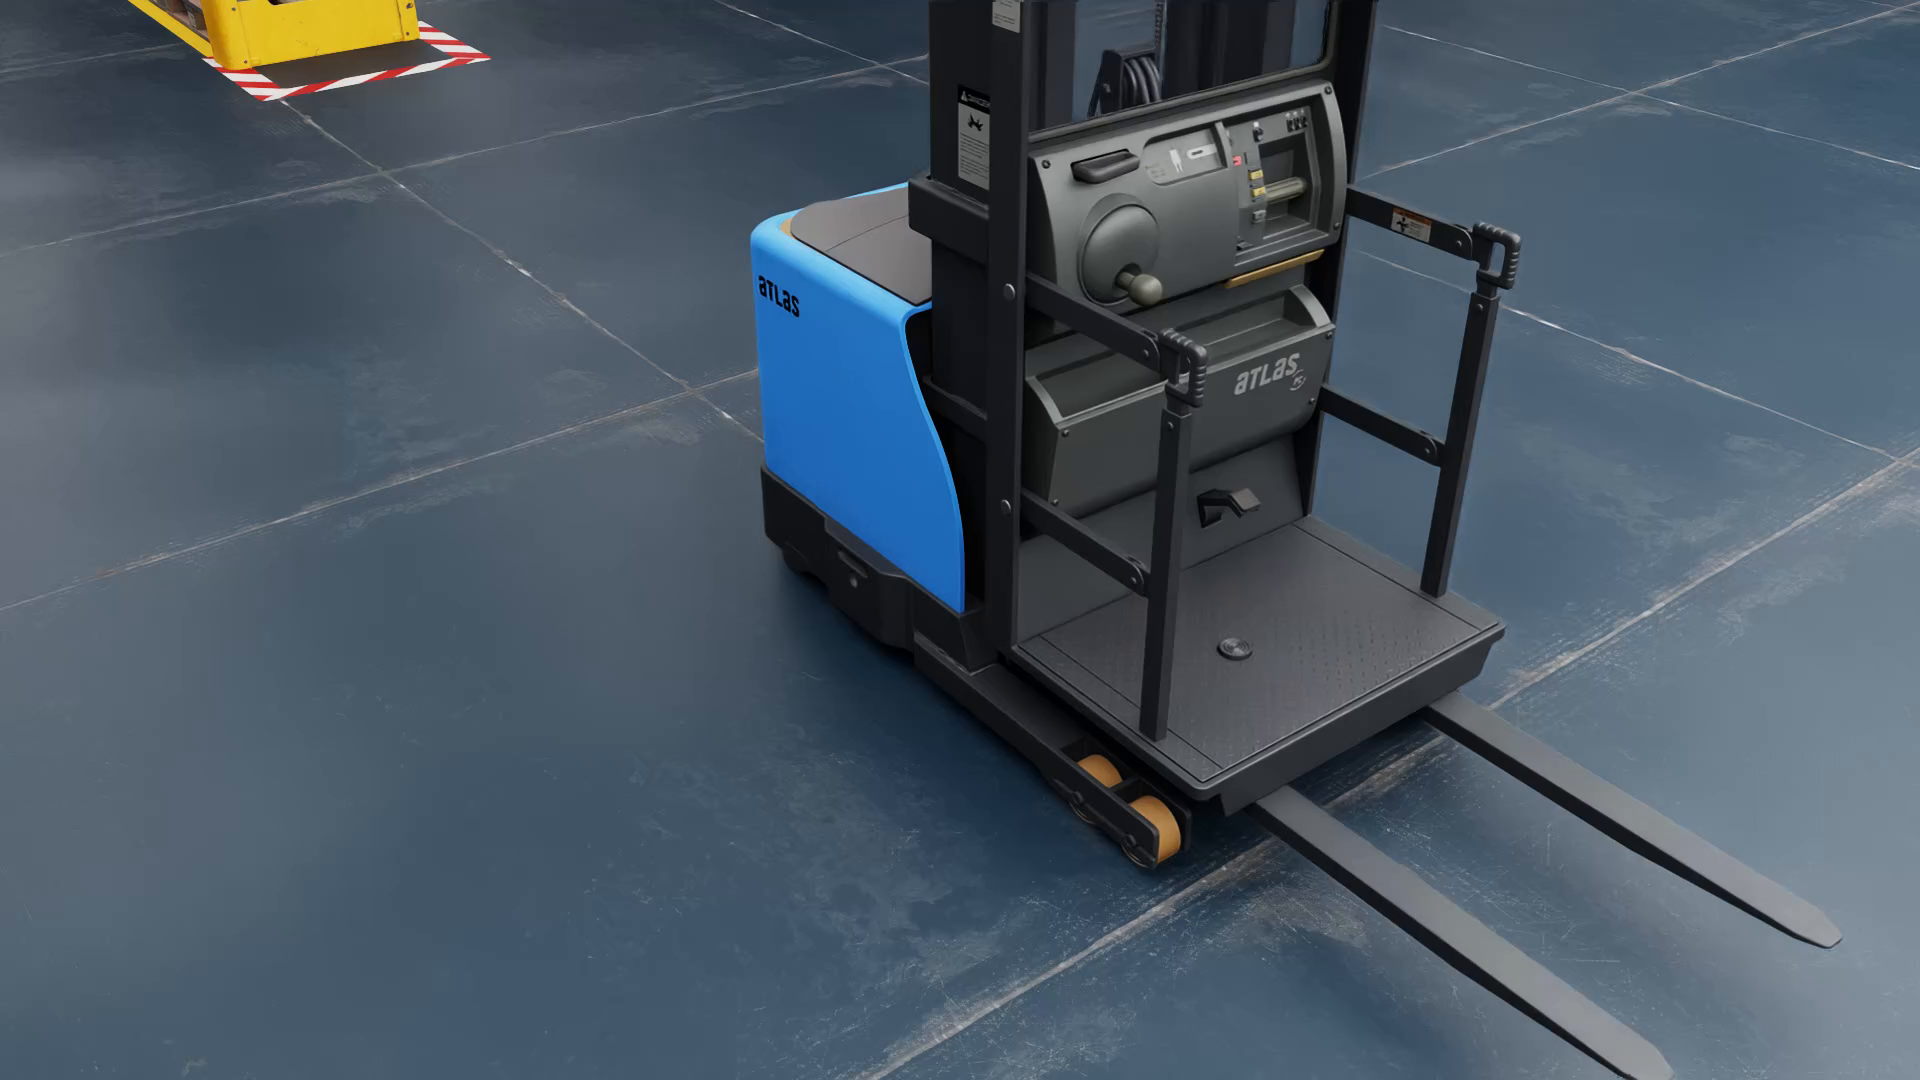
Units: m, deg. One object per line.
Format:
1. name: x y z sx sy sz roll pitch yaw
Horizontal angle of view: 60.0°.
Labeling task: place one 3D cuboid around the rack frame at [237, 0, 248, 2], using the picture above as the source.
1. rack frame: -3.778 -4.225 9.210 1.000 3.000 0.127 -22 38 -31

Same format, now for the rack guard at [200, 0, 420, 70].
1. rack guard: -3.862 -3.180 9.896 1.175 0.500 0.348 -22 38 -31

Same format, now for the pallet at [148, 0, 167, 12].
1. pallet: -5.100 -3.905 11.338 1.003 0.211 1.213 -22 38 -31

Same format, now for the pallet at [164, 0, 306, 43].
1. pallet: -4.356 -3.397 10.520 1.003 0.211 1.213 -22 38 -31

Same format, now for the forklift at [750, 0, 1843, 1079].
1. forklift: 0.680 -0.758 3.692 1.130 2.935 3.031 -22 38 -31
